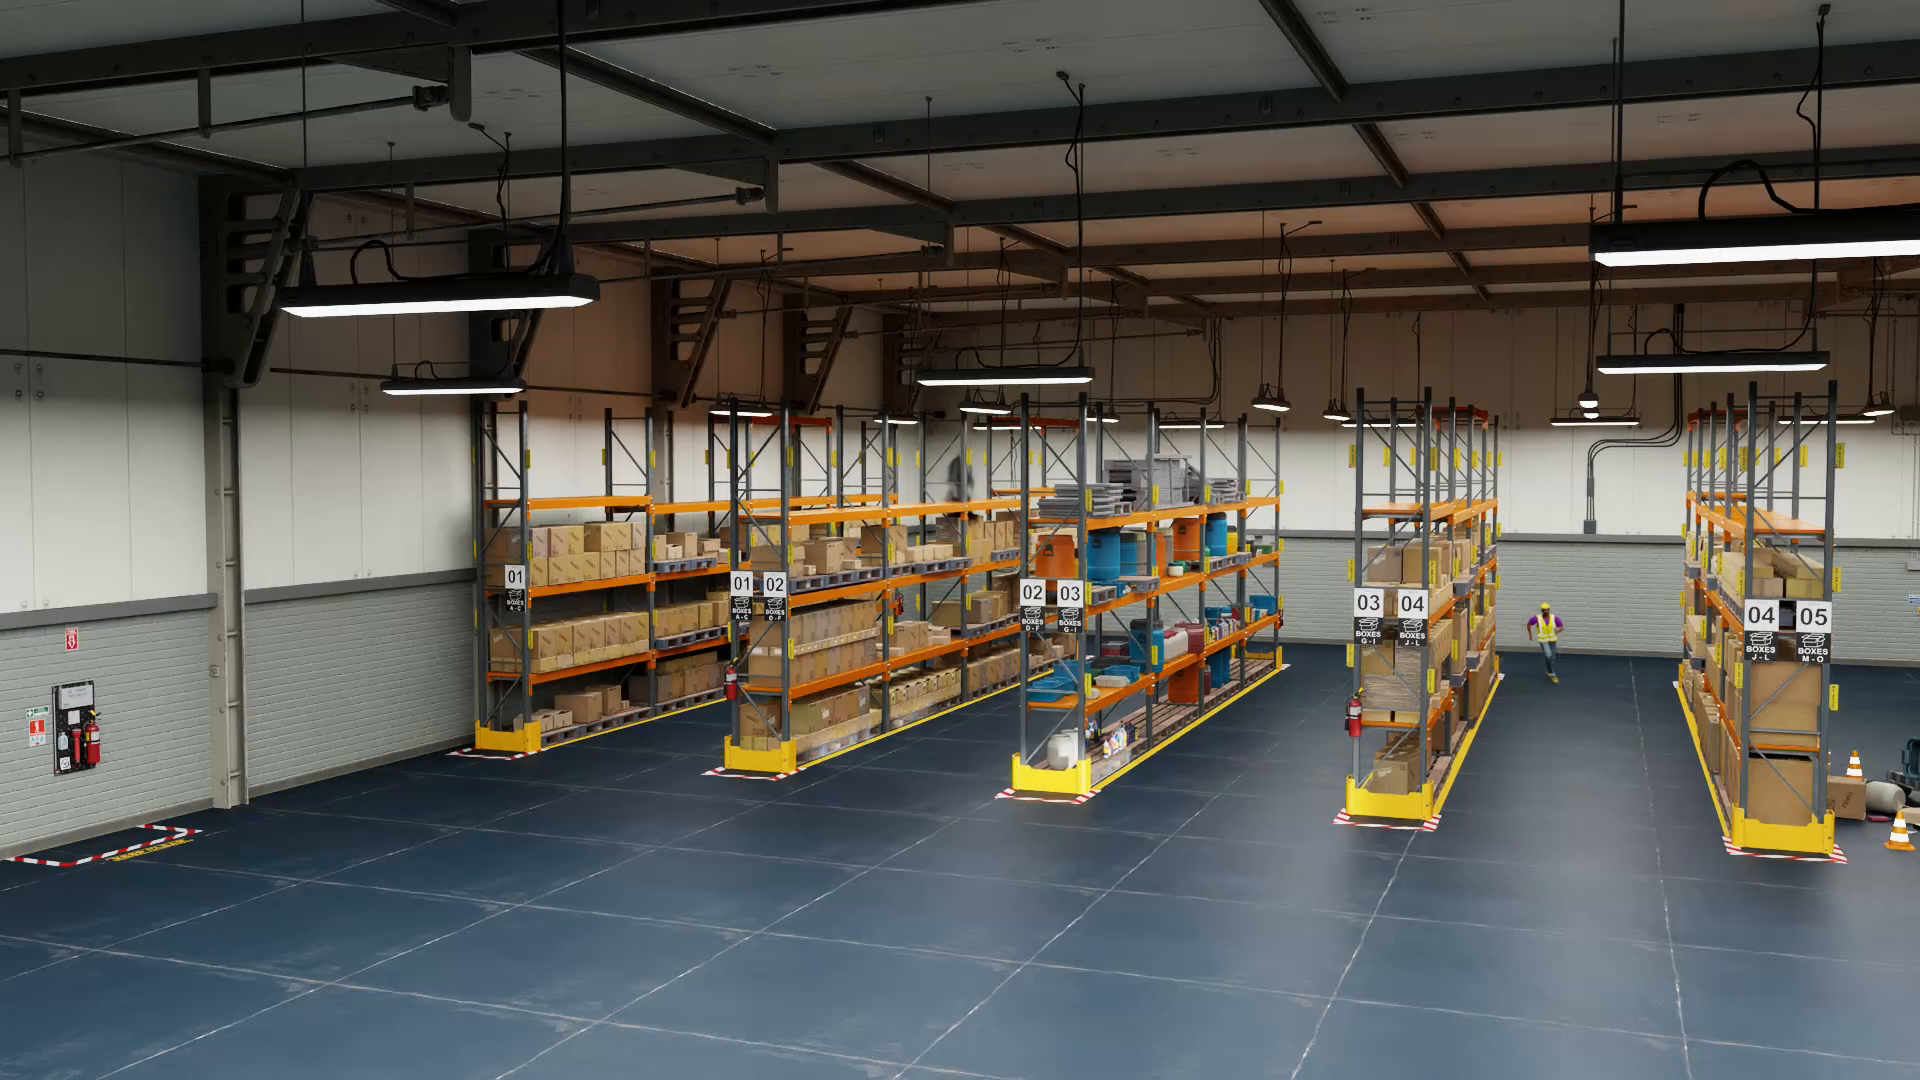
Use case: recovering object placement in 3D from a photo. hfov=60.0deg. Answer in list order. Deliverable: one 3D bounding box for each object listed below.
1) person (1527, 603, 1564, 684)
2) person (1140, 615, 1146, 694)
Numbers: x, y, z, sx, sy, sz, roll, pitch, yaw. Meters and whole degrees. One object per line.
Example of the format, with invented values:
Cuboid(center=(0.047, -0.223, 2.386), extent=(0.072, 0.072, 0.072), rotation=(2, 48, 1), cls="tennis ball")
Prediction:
Cuboid(center=(13.212, 2.312, 37.456), extent=(0.743, 1.802, 0.822), rotation=(0, 3, 1), cls="person")
Cuboid(center=(4.019, 2.451, 35.778), extent=(0.627, 1.698, 0.761), rotation=(1, 3, 16), cls="person")
